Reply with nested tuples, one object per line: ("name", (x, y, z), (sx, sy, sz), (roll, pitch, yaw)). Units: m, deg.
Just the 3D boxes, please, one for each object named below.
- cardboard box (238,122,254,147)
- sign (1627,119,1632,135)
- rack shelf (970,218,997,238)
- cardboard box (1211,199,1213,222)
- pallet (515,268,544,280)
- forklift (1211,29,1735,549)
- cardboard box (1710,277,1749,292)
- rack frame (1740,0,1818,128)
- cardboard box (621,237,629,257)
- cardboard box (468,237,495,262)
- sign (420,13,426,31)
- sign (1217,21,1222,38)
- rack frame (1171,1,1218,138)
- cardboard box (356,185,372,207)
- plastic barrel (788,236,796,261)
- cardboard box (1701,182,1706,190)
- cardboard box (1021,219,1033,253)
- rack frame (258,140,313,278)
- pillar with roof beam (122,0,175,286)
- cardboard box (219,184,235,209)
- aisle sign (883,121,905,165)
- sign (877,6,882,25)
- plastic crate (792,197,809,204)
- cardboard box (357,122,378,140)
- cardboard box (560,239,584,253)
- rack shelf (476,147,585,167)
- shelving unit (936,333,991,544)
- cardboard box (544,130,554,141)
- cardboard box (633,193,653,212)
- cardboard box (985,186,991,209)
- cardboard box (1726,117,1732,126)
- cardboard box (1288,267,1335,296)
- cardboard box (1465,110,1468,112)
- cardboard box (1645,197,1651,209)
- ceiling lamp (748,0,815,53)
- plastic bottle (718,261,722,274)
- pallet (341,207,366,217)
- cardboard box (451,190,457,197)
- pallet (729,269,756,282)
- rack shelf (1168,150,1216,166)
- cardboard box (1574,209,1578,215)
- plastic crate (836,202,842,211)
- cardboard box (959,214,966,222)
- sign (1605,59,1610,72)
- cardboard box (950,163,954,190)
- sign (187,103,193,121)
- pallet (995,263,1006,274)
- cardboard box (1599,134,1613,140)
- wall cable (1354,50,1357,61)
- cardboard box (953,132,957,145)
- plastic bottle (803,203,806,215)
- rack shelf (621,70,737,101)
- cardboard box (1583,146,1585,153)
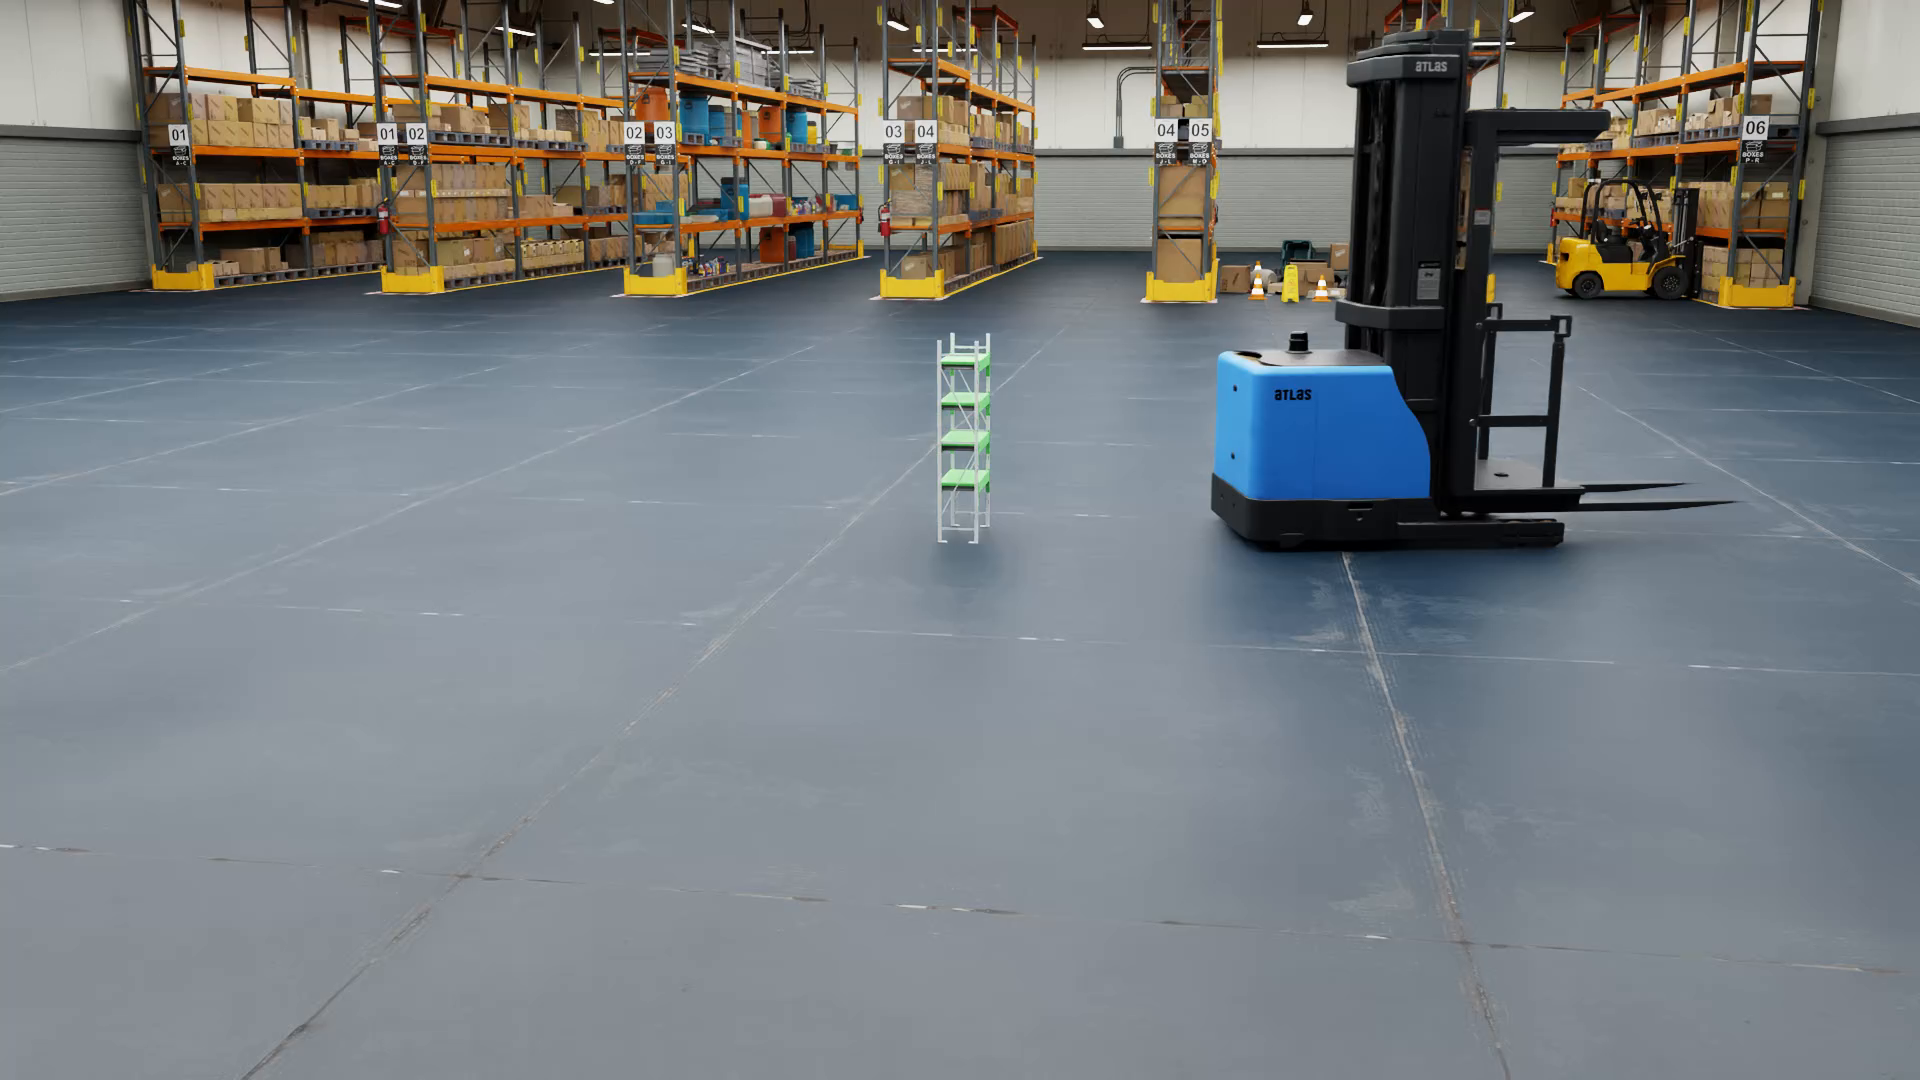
("cardboard box", (-15.036, -8.409, 34.490), (0.500, 0.500, 0.500), (3, 12, 12))
("sign", (14.485, -8.932, 35.971), (0.100, 0.325, 0.005), (2, 12, 9))
("rack shelf", (0.016, -6.908, 36.634), (1.077, 0.370, 4.000), (2, 12, 9))
("cardboard box", (4.941, -6.811, 34.240), (0.500, 0.500, 0.500), (2, 12, 9))
("pallet", (-10.004, -5.956, 37.131), (1.003, 0.211, 1.213), (2, 12, 9))
("forklift", (3.135, -1.491, 9.954), (3.031, 2.935, 1.130), (-1, 12, -5))
("cardboard box", (13.551, -4.498, 29.277), (0.500, 0.250, 0.500), (2, 12, 9))
("rack frame", (13.791, -8.462, 27.898), (1.000, 3.000, 0.127), (2, 12, 9))
("cardboard box", (-8.803, -7.504, 42.584), (0.500, 0.500, 0.500), (2, 12, 9))
("cardboard box", (-10.096, -6.081, 34.840), (0.500, 0.500, 0.500), (2, 12, 9))
("sign", (-10.147, -9.780, 31.419), (0.100, 0.325, 0.005), (2, 12, 9))
("sign", (5.139, -10.105, 32.929), (0.100, 0.325, 0.005), (2, 12, 9))
("rack frame", (5.209, -10.427, 37.015), (1.000, 3.000, 0.127), (2, 12, 9))
("cardboard box", (-14.481, -8.206, 39.668), (0.700, 0.500, 0.500), (1, 12, 3))
("plastic barrel", (-4.338, -7.200, 41.011), (0.600, 0.588, 0.708), (2, 12, 9))
("cardboard box", (13.944, -6.546, 30.764), (0.380, 0.149, 0.250), (2, 12, 8))
("cardboard box", (1.535, -8.372, 45.767), (0.875, 0.875, 0.875), (2, 12, 9))
("rack frame", (-14.974, -7.325, 36.861), (1.000, 3.000, 0.127), (2, 12, 9))
("pillar with roof beam", (-12.083, -9.459, 32.524), (9.100, 9.000, 0.400), (2, 12, 9))
("cardboard box", (-15.133, -6.987, 33.823), (0.500, 0.500, 0.500), (2, 12, 9))
("aisle sign", (-1.212, -7.278, 30.474), (0.394, 0.787, 0.004), (2, 12, 9))
("sign", (-1.452, -9.499, 30.119), (0.100, 0.325, 0.005), (2, 12, 9))
("plastic crate", (-4.220, -8.799, 43.596), (0.392, 0.384, 0.575), (2, 12, 9))
("cardboard box", (-14.343, -9.988, 40.820), (0.700, 0.500, 0.500), (1, 12, 4))
("cardboard box", (-9.301, -7.016, 39.626), (0.500, 0.311, 0.500), (2, 12, 10))
("rack shelf", (-9.771, -8.696, 37.811), (1.077, 0.370, 4.000), (2, 12, 9))
("shelving unit", (0.025, -0.621, 10.027), (0.258, 1.200, 0.503), (2, 12, 9))
("cardboard box", (-9.640, -9.271, 38.132), (0.500, 0.250, 0.500), (2, 12, 8))
("cardboard box", (-8.501, -8.976, 44.288), (0.500, 0.500, 0.500), (2, 12, 10))
("cardboard box", (0.293, -7.697, 37.353), (0.700, 0.500, 0.500), (4, 13, 17))
("cardboard box", (13.618, -7.309, 29.032), (0.380, 0.149, 0.250), (2, 12, 7))
("cardboard box", (6.654, -4.917, 31.613), (0.797, 0.503, 0.637), (-7, 14, -30))
("cardboard box", (9.165, -7.543, 29.458), (0.380, 0.149, 0.250), (2, 12, 8))
("cardboard box", (14.482, -6.962, 34.345), (0.500, 0.250, 0.500), (2, 12, 9))
("ceiling lamp", (-5.349, -15.926, 48.676), (2.000, 3.185, 0.800), (2, 12, 9))
("plastic bottle", (-5.013, -5.672, 34.596), (0.061, 0.283, 0.133), (3, 12, 12))
("pallet", (-14.623, -7.650, 38.826), (1.003, 0.211, 1.213), (2, 12, 9))
("cardboard box", (-10.302, -6.932, 33.263), (0.380, 0.149, 0.250), (2, 12, 8))
("pallet", (-5.103, -5.805, 36.429), (1.003, 0.211, 1.213), (2, 12, 9))
("rack shelf", (4.902, -8.192, 35.475), (1.077, 0.370, 4.000), (2, 12, 9))
("cardboard box", (15.549, -8.197, 41.503), (0.380, 0.149, 0.250), (2, 12, 8))
("plastic crate", (-3.402, -9.013, 44.951), (0.416, 0.233, 0.300), (2, 12, 9))
("cardboard box", (-0.082, -6.614, 34.161), (0.380, 0.149, 0.250), (2, 12, 9))
("sign", (16.797, -12.304, 43.135), (0.100, 0.325, 0.005), (2, 12, 9))
("cardboard box", (-0.393, -7.007, 32.071), (0.500, 0.500, 0.500), (2, 12, 9))
("sign", (-15.053, -8.368, 32.507), (0.100, 0.325, 0.005), (2, 12, 9))
("pallet", (0.520, -6.474, 39.534), (1.003, 0.211, 1.213), (2, 12, 9))
("cardboard box", (15.043, -9.363, 38.561), (0.380, 0.149, 0.250), (2, 12, 8))
("wall cable", (11.943, -13.146, 49.632), (0.463, 3.000, 0.029), (2, 12, 9))
("cardboard box", (-0.348, -7.814, 32.370), (0.500, 0.250, 0.500), (2, 12, 10))
("plastic bottle", (-3.877, -8.212, 41.257), (0.061, 0.283, 0.133), (2, 12, 9))
("rack shelf", (-5.493, -8.973, 32.925), (1.077, 0.370, 4.000), (2, 12, 9))
("cardboard box", (15.491, -9.562, 40.718), (0.380, 0.149, 0.250), (2, 12, 11))
